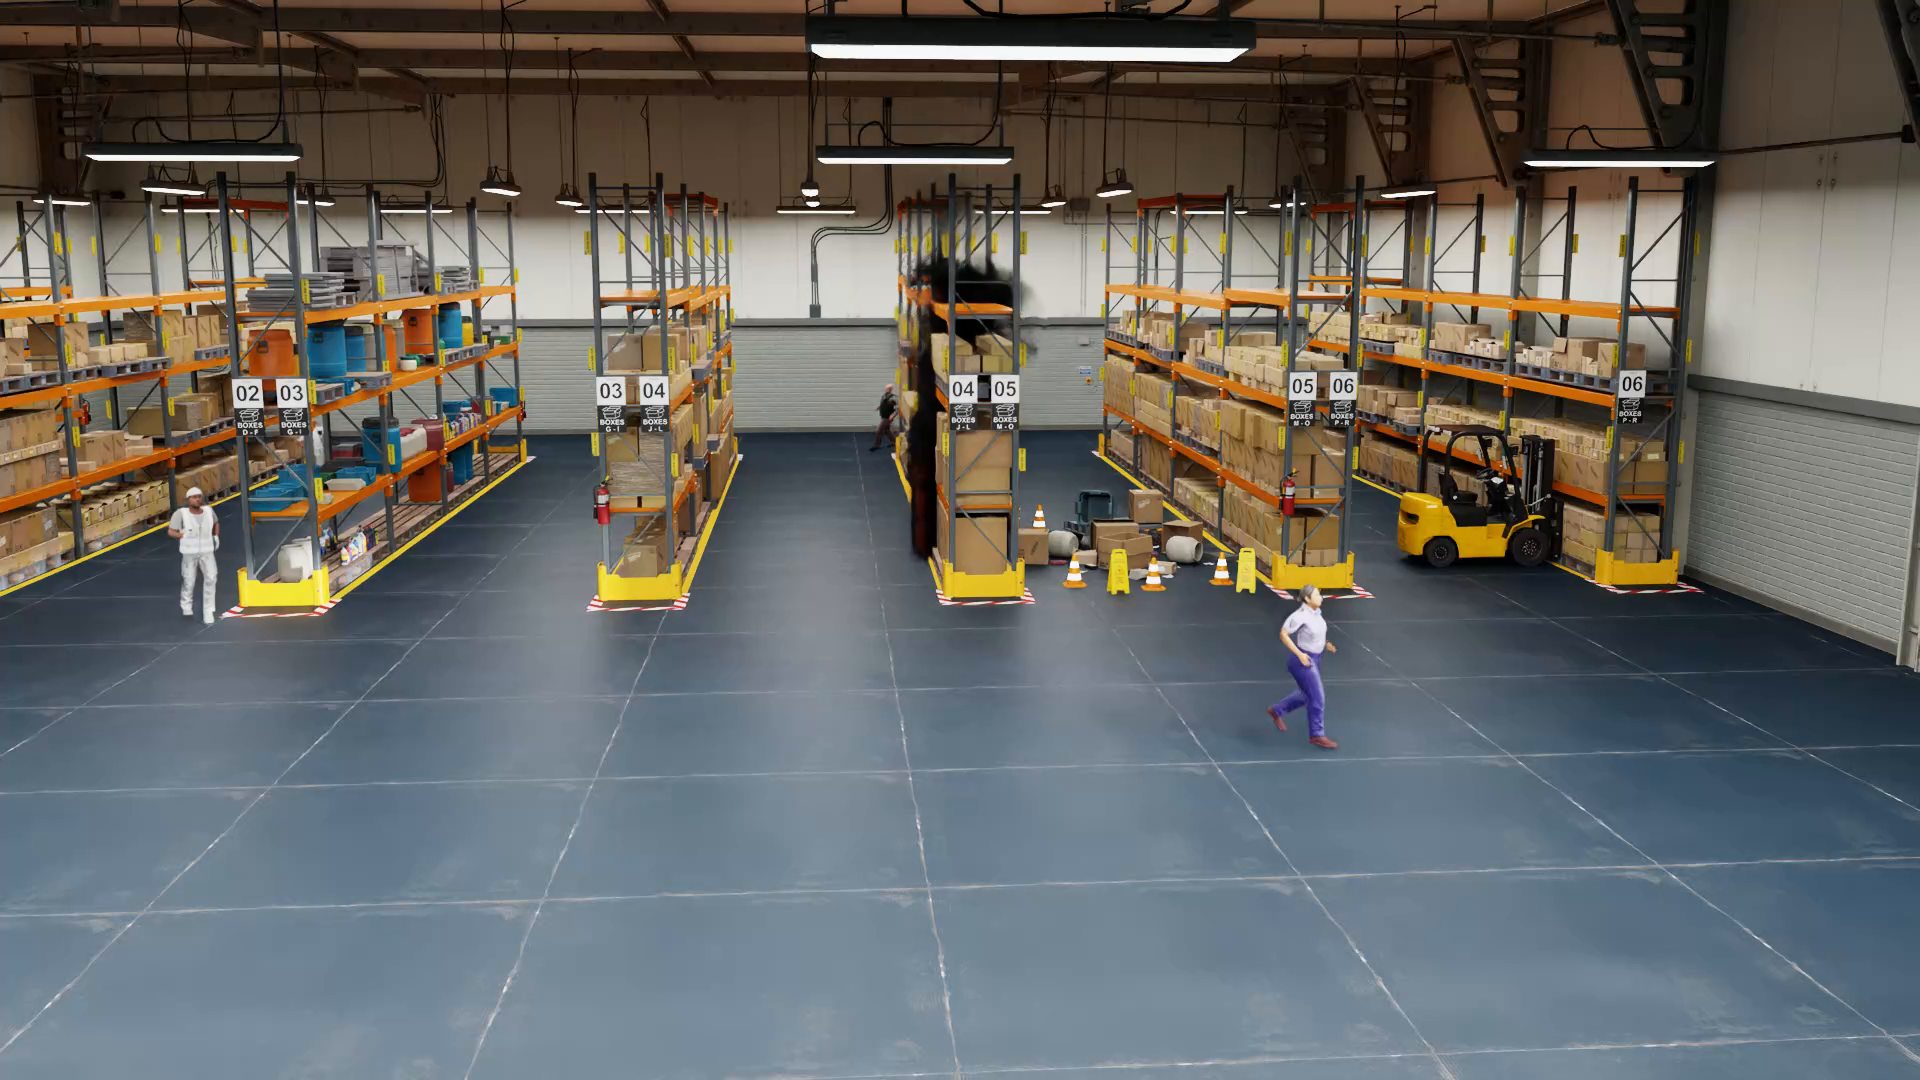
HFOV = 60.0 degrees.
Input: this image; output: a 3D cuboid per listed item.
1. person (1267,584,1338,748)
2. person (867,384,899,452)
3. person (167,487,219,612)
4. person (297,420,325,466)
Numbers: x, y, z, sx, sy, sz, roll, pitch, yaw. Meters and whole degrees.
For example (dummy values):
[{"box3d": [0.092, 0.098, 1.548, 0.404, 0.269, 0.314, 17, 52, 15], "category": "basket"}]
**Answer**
[{"box3d": [3.497, 1.252, 16.895, 0.787, 1.639, 0.627, 6, 12, 30], "category": "person"}, {"box3d": [-1.810, -2.995, 40.823, 0.820, 1.701, 0.809, -5, 11, -25], "category": "person"}, {"box3d": [-10.281, 0.127, 22.397, 0.694, 1.679, 0.674, -8, 13, -37], "category": "person"}, {"box3d": [-12.951, -1.663, 33.363, 0.608, 1.655, 0.928, -2, 10, -13], "category": "person"}]
